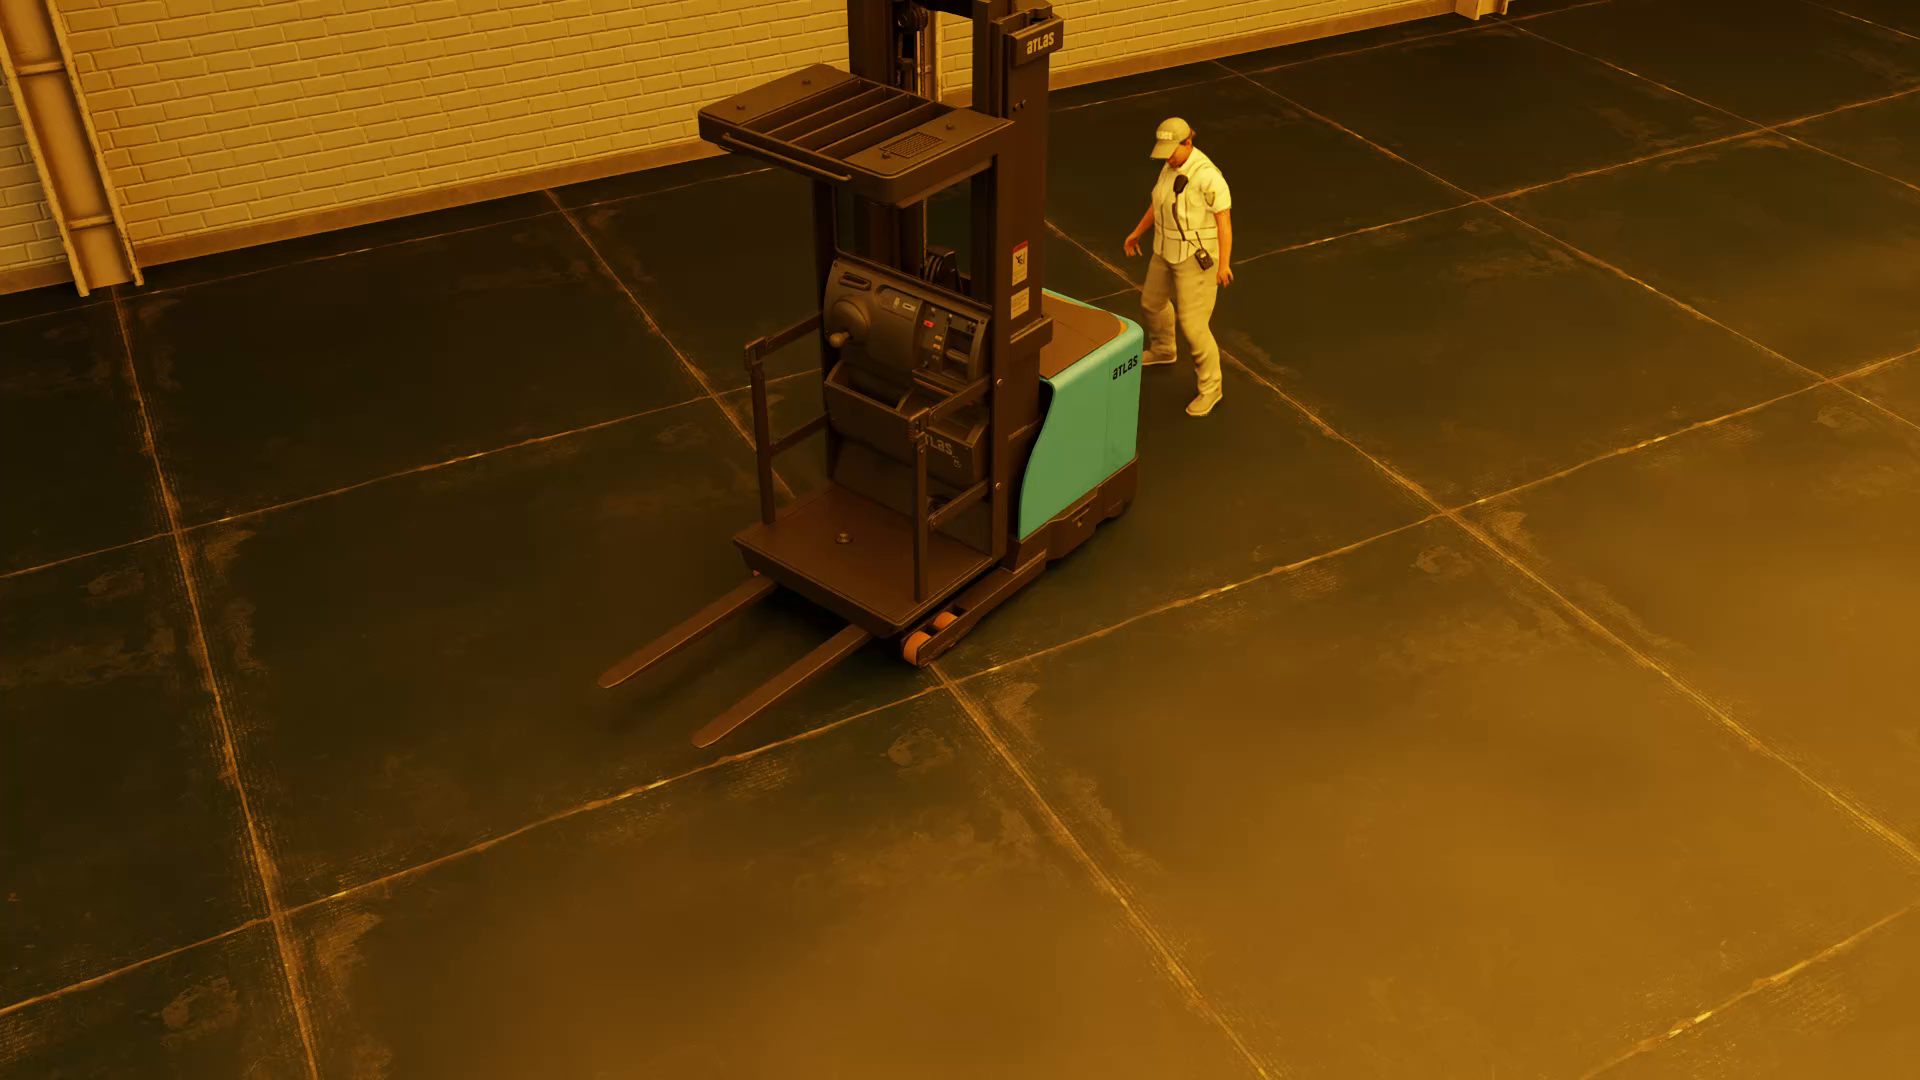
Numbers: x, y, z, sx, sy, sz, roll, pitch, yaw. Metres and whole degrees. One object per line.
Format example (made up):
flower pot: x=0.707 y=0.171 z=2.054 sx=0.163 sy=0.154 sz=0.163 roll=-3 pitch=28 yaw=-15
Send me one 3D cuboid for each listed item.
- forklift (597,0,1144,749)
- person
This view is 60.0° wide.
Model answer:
forklift: x=-0.390 y=-0.927 z=7.434 sx=1.130 sy=2.935 sz=3.031 roll=26 pitch=43 yaw=31
person: x=1.274 y=-1.612 z=9.545 sx=0.443 sy=1.626 sz=0.840 roll=-16 pitch=38 yaw=-21
